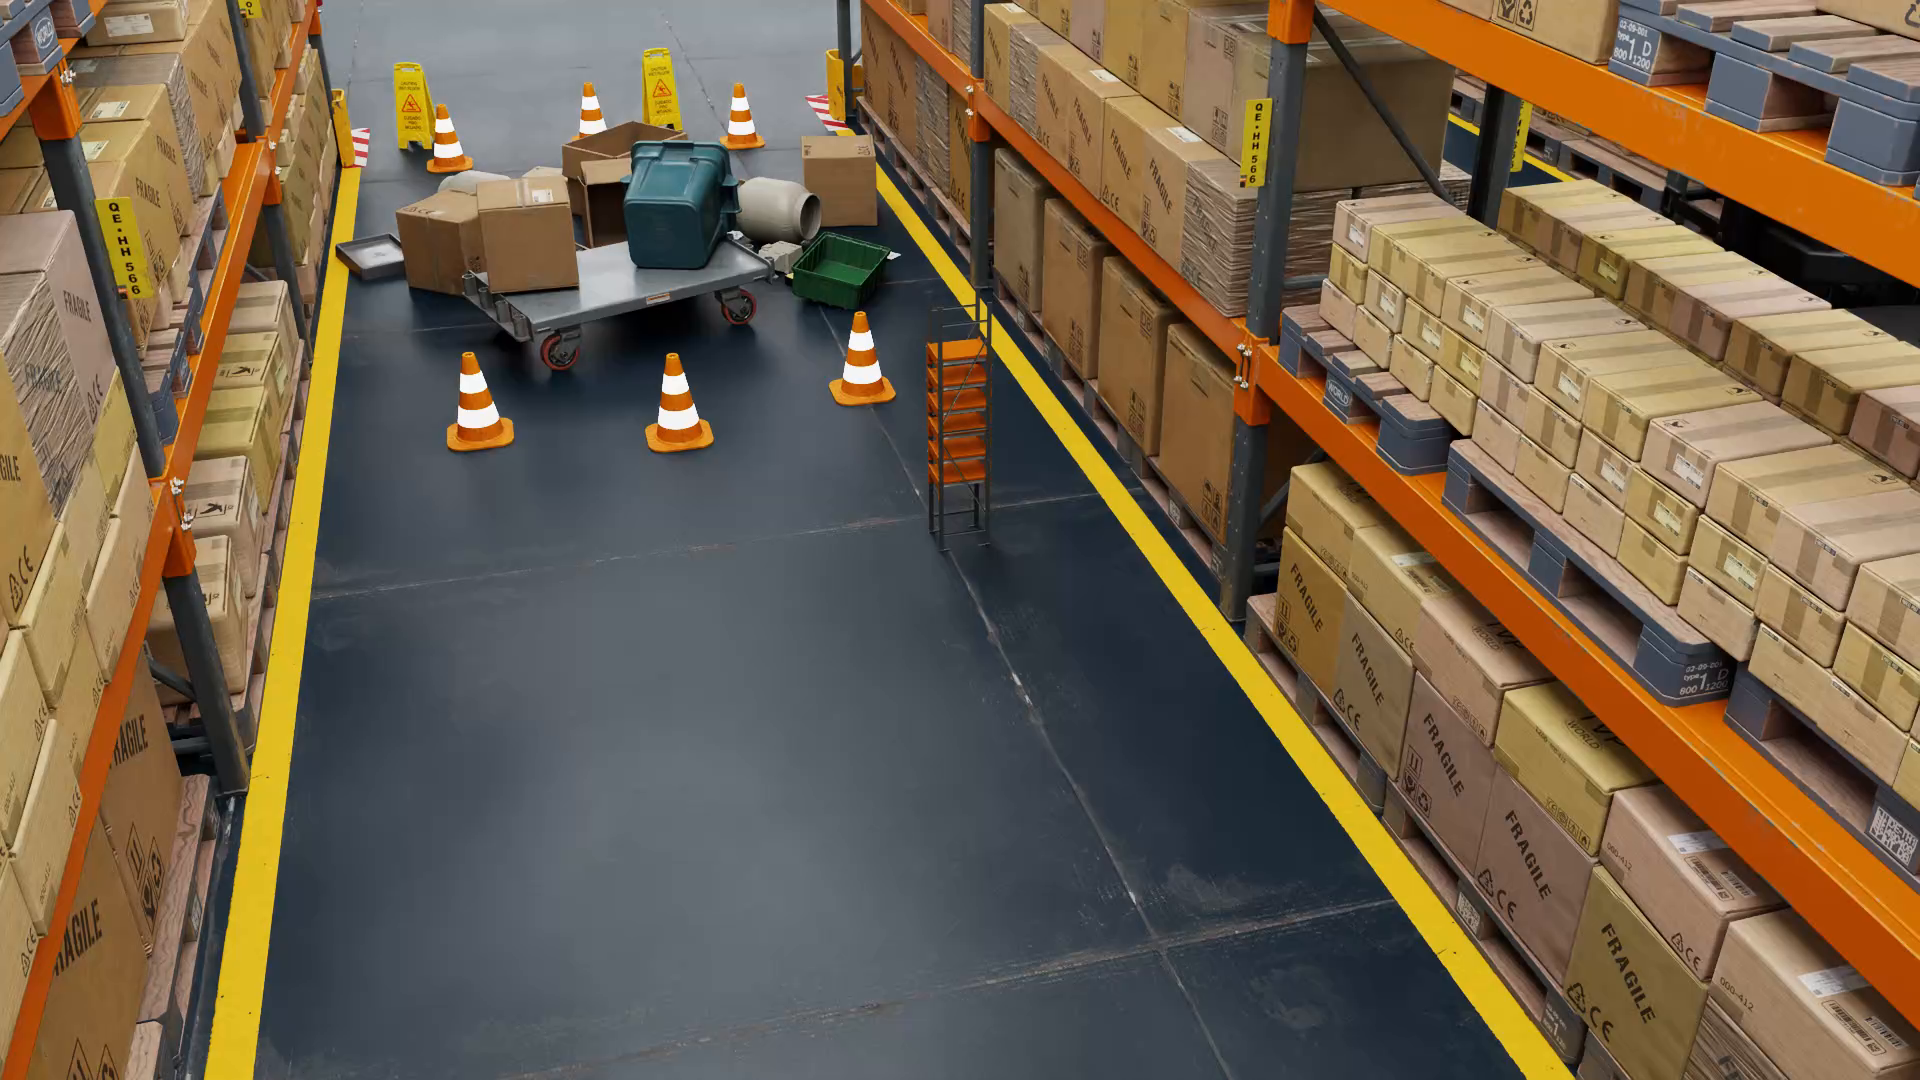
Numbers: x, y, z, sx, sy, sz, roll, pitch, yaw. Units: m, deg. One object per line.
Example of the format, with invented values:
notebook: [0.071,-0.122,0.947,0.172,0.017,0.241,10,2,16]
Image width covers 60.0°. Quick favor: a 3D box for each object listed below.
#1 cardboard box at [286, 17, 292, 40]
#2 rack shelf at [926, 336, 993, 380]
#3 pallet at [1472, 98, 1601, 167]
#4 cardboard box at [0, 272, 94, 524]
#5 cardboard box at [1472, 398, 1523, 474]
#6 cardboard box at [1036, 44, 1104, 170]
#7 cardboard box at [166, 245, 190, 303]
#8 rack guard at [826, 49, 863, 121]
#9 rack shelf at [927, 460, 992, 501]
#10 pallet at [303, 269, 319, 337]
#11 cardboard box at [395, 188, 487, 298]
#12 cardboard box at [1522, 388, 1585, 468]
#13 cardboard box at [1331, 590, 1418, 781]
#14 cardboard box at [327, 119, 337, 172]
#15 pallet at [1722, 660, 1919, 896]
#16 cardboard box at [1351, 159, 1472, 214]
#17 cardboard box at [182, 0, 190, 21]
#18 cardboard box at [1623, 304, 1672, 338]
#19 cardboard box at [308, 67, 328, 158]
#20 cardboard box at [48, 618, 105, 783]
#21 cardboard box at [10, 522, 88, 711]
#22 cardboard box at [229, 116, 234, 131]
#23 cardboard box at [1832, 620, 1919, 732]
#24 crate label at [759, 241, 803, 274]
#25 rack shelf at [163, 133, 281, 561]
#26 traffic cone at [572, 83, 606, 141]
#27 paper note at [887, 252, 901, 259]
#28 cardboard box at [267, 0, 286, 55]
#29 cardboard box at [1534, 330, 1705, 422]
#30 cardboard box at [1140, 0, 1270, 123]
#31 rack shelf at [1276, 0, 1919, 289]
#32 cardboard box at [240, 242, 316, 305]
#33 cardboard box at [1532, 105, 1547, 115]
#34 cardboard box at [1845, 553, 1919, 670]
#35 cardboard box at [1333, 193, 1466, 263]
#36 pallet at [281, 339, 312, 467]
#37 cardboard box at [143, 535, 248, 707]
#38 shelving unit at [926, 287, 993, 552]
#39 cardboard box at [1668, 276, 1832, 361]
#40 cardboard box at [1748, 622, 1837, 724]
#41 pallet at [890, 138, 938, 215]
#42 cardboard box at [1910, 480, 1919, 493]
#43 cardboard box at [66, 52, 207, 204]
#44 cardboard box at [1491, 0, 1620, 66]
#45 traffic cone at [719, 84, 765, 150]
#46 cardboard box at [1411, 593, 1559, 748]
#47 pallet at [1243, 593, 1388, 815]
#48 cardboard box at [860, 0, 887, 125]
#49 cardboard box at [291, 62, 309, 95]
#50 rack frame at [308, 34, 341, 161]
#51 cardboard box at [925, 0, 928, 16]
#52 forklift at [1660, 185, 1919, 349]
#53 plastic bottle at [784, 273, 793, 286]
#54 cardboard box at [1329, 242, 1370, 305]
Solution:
cardboard box: [-4.534,-3.320,10.742,0.380,0.149,0.250,-8,31,-14]
rack shelf: [-0.004,-0.799,7.303,0.258,0.103,0.180,-8,31,-13]
pallet: [4.830,-3.278,13.203,1.003,0.211,1.213,-8,31,-13]
cardboard box: [-2.590,-0.340,4.245,0.500,0.500,0.500,-7,31,-12]
cardboard box: [1.836,-0.344,5.182,0.380,0.149,0.250,-7,31,-12]
cardboard box: [0.706,-2.232,8.513,0.500,0.500,0.500,-8,31,-14]
cardboard box: [-3.154,-0.995,6.307,0.380,0.149,0.250,-8,31,-13]
rack guard: [-0.508,-3.826,13.861,1.175,0.500,0.348,-8,31,-13]
rack shelf: [-0.004,-0.280,7.604,0.258,0.103,0.180,-8,31,-13]
pallet: [-4.398,-1.370,9.907,1.003,0.211,1.213,-8,31,-13]
cardboard box: [-3.158,-1.875,10.488,0.500,0.500,0.500,13,32,21]
cardboard box: [1.900,-0.352,4.899,0.380,0.149,0.250,-8,31,-14]
cardboard box: [1.701,0.485,5.993,0.500,0.500,0.500,-7,31,-13]
cardboard box: [-4.767,-2.815,11.945,0.500,0.250,0.500,-8,31,-14]
pallet: [2.621,0.594,3.921,1.003,0.211,1.213,-8,31,-13]
cardboard box: [1.763,-1.329,6.951,0.500,0.500,0.500,-8,31,-13]
cardboard box: [-3.649,-2.368,7.383,0.380,0.149,0.250,-9,31,-15]
cardboard box: [2.403,-0.680,5.465,0.380,0.149,0.250,-8,31,-13]
cardboard box: [-4.641,-2.902,11.346,0.500,0.500,0.500,-7,31,-11]
cardboard box: [-2.470,0.439,4.147,0.500,0.250,0.500,-8,31,-14]
cardboard box: [-2.455,0.215,4.035,0.500,0.250,0.500,-9,31,-15]
cardboard box: [-3.729,-1.989,8.024,0.380,0.149,0.250,-9,31,-15]
cardboard box: [2.254,0.284,3.799,0.380,0.149,0.250,-7,31,-11]
crate label: [-1.162,-1.835,10.784,0.250,0.136,0.298,19,35,29]
rack shelf: [-3.654,-0.980,7.167,1.077,0.370,4.000,-8,31,-13]
traffic cone: [-2.909,-3.367,13.105,0.336,0.463,0.334,-8,31,-13]
paper note: [-0.491,-1.884,10.974,0.142,0.020,0.147,19,35,29]
cardboard box: [-4.310,-3.163,9.823,0.500,0.500,0.500,-8,31,-14]
cardboard box: [1.908,-0.480,4.822,0.380,0.149,0.250,-7,31,-12]
cardboard box: [1.239,-2.218,7.490,0.700,0.500,0.500,-8,31,-14]
rack shelf: [2.153,-1.053,4.300,1.077,0.370,4.000,-8,31,-13]
cardboard box: [-4.081,-1.570,9.794,0.500,0.250,0.500,-9,31,-16]
cardboard box: [4.797,-3.714,13.249,0.500,0.500,0.500,-5,30,-9]
cardboard box: [2.250,0.146,3.741,0.380,0.149,0.250,-9,31,-15]
cardboard box: [1.559,-1.112,5.915,0.380,0.149,0.250,-8,31,-13]
pallet: [-3.977,-0.675,8.705,1.003,0.211,1.213,-8,31,-13]
cardboard box: [-3.264,0.356,6.345,0.950,0.372,0.625,-10,32,-17]
shelving unit: [-0.004,-0.526,7.462,0.258,1.200,0.189,-8,31,-13]
cardboard box: [2.461,-0.693,5.192,0.380,0.149,0.250,-8,31,-13]
cardboard box: [2.188,0.294,4.080,0.380,0.149,0.250,-9,31,-16]
pallet: [0.107,-2.726,12.248,1.003,0.211,1.213,-8,31,-13]
cardboard box: [2.740,-0.059,4.392,0.380,0.149,0.250,-7,31,-11]
cardboard box: [-3.438,-1.676,6.836,0.500,0.500,0.500,-9,31,-15]
cardboard box: [1.794,-1.582,4.394,0.500,0.500,0.500,-8,31,-13]
traffic cone: [-1.729,-3.353,13.081,0.336,0.463,0.334,-8,31,-13]
cardboard box: [1.825,0.394,5.403,0.500,0.250,0.500,-8,31,-13]
pallet: [1.828,0.552,6.586,1.003,0.211,1.213,-8,31,-13]
cardboard box: [-0.258,-3.840,13.091,0.875,0.875,0.875,-8,31,-13]
cardboard box: [-4.489,-3.016,10.897,0.380,0.149,0.250,-7,31,-11]
rack frame: [-5.247,-4.189,11.994,1.000,3.000,0.127,-8,31,-13]
cardboard box: [0.253,-3.745,11.076,0.875,0.550,0.550,-8,31,-13]
forklift: [3.936,-1.674,7.717,1.130,2.935,3.031,-5,30,-8]
plastic bottle: [-0.968,-1.625,10.497,0.283,0.061,0.133,26,39,37]
cardboard box: [1.557,-0.974,5.974,0.380,0.149,0.250,-6,31,-11]
